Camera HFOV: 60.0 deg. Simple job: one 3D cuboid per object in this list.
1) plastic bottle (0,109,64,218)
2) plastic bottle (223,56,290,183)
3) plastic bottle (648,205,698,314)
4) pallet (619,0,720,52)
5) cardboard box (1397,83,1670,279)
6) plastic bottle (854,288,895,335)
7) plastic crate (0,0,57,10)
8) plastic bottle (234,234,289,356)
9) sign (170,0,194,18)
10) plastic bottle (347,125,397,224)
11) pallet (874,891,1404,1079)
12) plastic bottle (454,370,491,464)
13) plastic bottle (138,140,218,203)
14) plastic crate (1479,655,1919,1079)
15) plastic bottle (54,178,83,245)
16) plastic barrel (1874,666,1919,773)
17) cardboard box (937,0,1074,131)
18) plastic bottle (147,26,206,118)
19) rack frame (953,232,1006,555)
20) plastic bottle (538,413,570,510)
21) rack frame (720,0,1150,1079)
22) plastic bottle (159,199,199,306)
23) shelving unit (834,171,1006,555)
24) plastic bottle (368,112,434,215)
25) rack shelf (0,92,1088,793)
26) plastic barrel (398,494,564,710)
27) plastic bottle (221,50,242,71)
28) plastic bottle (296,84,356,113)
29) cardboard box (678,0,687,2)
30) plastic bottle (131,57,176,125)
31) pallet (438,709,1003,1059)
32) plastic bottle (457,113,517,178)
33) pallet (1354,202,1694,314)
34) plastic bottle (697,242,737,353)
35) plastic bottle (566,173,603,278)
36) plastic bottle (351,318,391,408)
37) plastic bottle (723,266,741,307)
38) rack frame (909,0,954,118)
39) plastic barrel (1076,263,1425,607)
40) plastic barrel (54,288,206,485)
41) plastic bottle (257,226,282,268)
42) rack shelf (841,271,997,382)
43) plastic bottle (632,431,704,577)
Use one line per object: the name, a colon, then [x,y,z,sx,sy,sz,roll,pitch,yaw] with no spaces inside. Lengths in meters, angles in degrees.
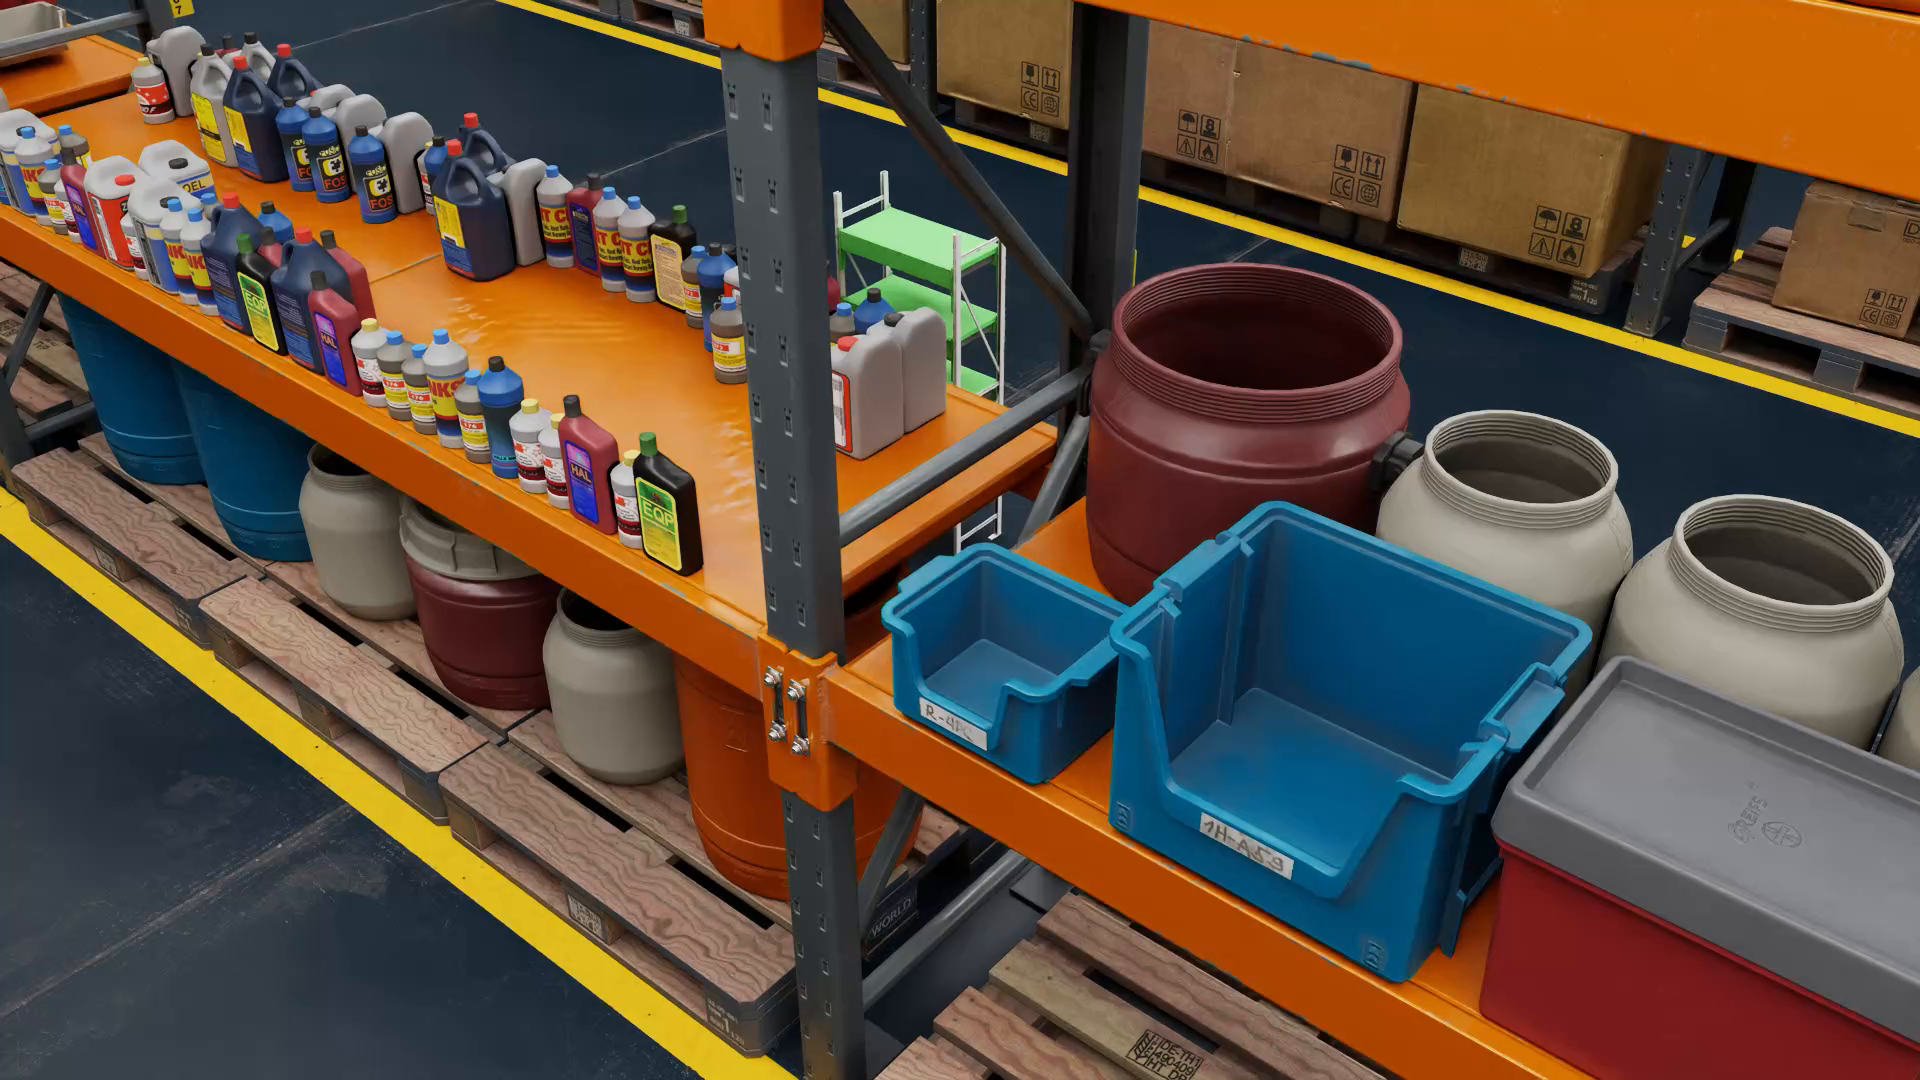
plastic bottle: [-2.681,-1.093,4.801,0.135,0.276,0.152,25,42,32]
plastic bottle: [-2.108,-1.269,4.992,0.185,0.351,0.144,25,42,32]
plastic bottle: [-0.732,-0.730,4.266,0.133,0.283,0.061,25,42,32]
pallet: [-1.381,-3.366,10.466,1.213,0.211,1.003,25,42,32]
cardboard box: [2.652,-1.872,7.332,0.875,0.875,1.225,23,41,30]
plastic bottle: [-0.197,-0.459,3.883,0.097,0.271,0.097,0,34,0]
plastic crate: [-3.599,-2.094,6.039,0.583,0.464,0.402,25,42,32]
plastic bottle: [-1.706,-0.603,4.082,0.133,0.283,0.061,25,42,32]
sign: [-2.720,-1.963,5.714,0.005,0.325,0.100,25,42,32]
plastic bottle: [-1.680,-1.046,4.737,0.097,0.271,0.097,0,34,0]
pallet: [0.571,1.286,3.691,1.213,0.211,1.003,25,42,32]
plastic bottle: [-1.062,-0.279,3.682,0.097,0.201,0.097,0,34,0]
plastic bottle: [-2.153,-0.956,4.602,0.135,0.276,0.152,25,42,32]
plastic crate: [1.046,0.531,2.271,0.583,0.464,0.402,25,42,32]
plastic bottle: [-2.459,-0.938,4.641,0.097,0.201,0.097,0,34,0]
plastic barrel: [1.583,0.367,2.445,0.433,0.535,0.433,0,34,0]
cardboard box: [0.600,-2.839,8.740,0.875,0.875,1.225,25,42,32]
plastic bottle: [-2.564,-1.557,5.477,0.135,0.276,0.152,25,42,32]
rack frame: [0.060,-0.466,5.369,0.015,1.200,0.240,25,42,32]
plastic bottle: [-0.838,-0.173,3.528,0.097,0.201,0.097,0,34,0]
rack frame: [0.000,-0.161,3.335,0.127,3.000,1.000,25,42,32]
plastic bottle: [-2.000,-0.750,4.306,0.097,0.271,0.097,0,34,0]
shelving unit: [-0.127,-0.555,5.498,0.503,1.200,0.258,25,42,32]
plastic bottle: [-1.614,-1.109,4.825,0.135,0.276,0.152,25,42,32]
rack shelf: [-1.537,-0.589,4.593,4.000,0.370,1.077,25,42,32]
plastic barrel: [-1.254,0.081,4.741,0.708,0.588,0.600,25,42,32]
plastic bottle: [-2.283,-1.424,5.284,0.135,0.276,0.152,25,42,32]
plastic bottle: [-1.896,-1.242,5.018,0.135,0.276,0.152,25,42,32]
cardboard box: [-1.736,-3.984,10.408,0.875,0.875,0.875,25,42,32]
plastic bottle: [-2.630,-1.465,5.409,0.097,0.201,0.097,0,34,0]
pallet: [-0.632,0.721,4.514,1.213,0.211,1.003,25,42,32]
plastic bottle: [-1.311,-1.000,4.600,0.185,0.351,0.144,25,42,32]
pallet: [2.612,-1.485,7.726,1.213,0.211,1.003,25,42,32]
plastic bottle: [-0.591,-0.600,4.088,0.097,0.271,0.097,0,34,0]
plastic bottle: [-0.984,-0.849,4.439,0.133,0.283,0.061,25,42,32]
plastic bottle: [-1.362,-0.420,3.888,0.097,0.201,0.097,0,34,0]
plastic bottle: [-0.481,-0.575,4.047,0.135,0.276,0.152,25,42,32]
rack frame: [0.095,-3.765,8.582,0.127,3.000,1.000,25,42,32]
plastic barrel: [0.551,-0.181,3.244,0.708,0.536,0.600,25,42,32]
plastic barrel: [-2.667,-0.714,5.622,0.708,0.901,0.600,25,42,32]
plastic bottle: [-1.668,-0.630,4.120,0.133,0.283,0.061,25,42,32]
rack shelf: [-0.127,-0.700,5.398,0.480,0.148,0.258,25,42,32]
plastic bottle: [-0.584,-0.074,3.311,0.133,0.283,0.061,25,42,32]
